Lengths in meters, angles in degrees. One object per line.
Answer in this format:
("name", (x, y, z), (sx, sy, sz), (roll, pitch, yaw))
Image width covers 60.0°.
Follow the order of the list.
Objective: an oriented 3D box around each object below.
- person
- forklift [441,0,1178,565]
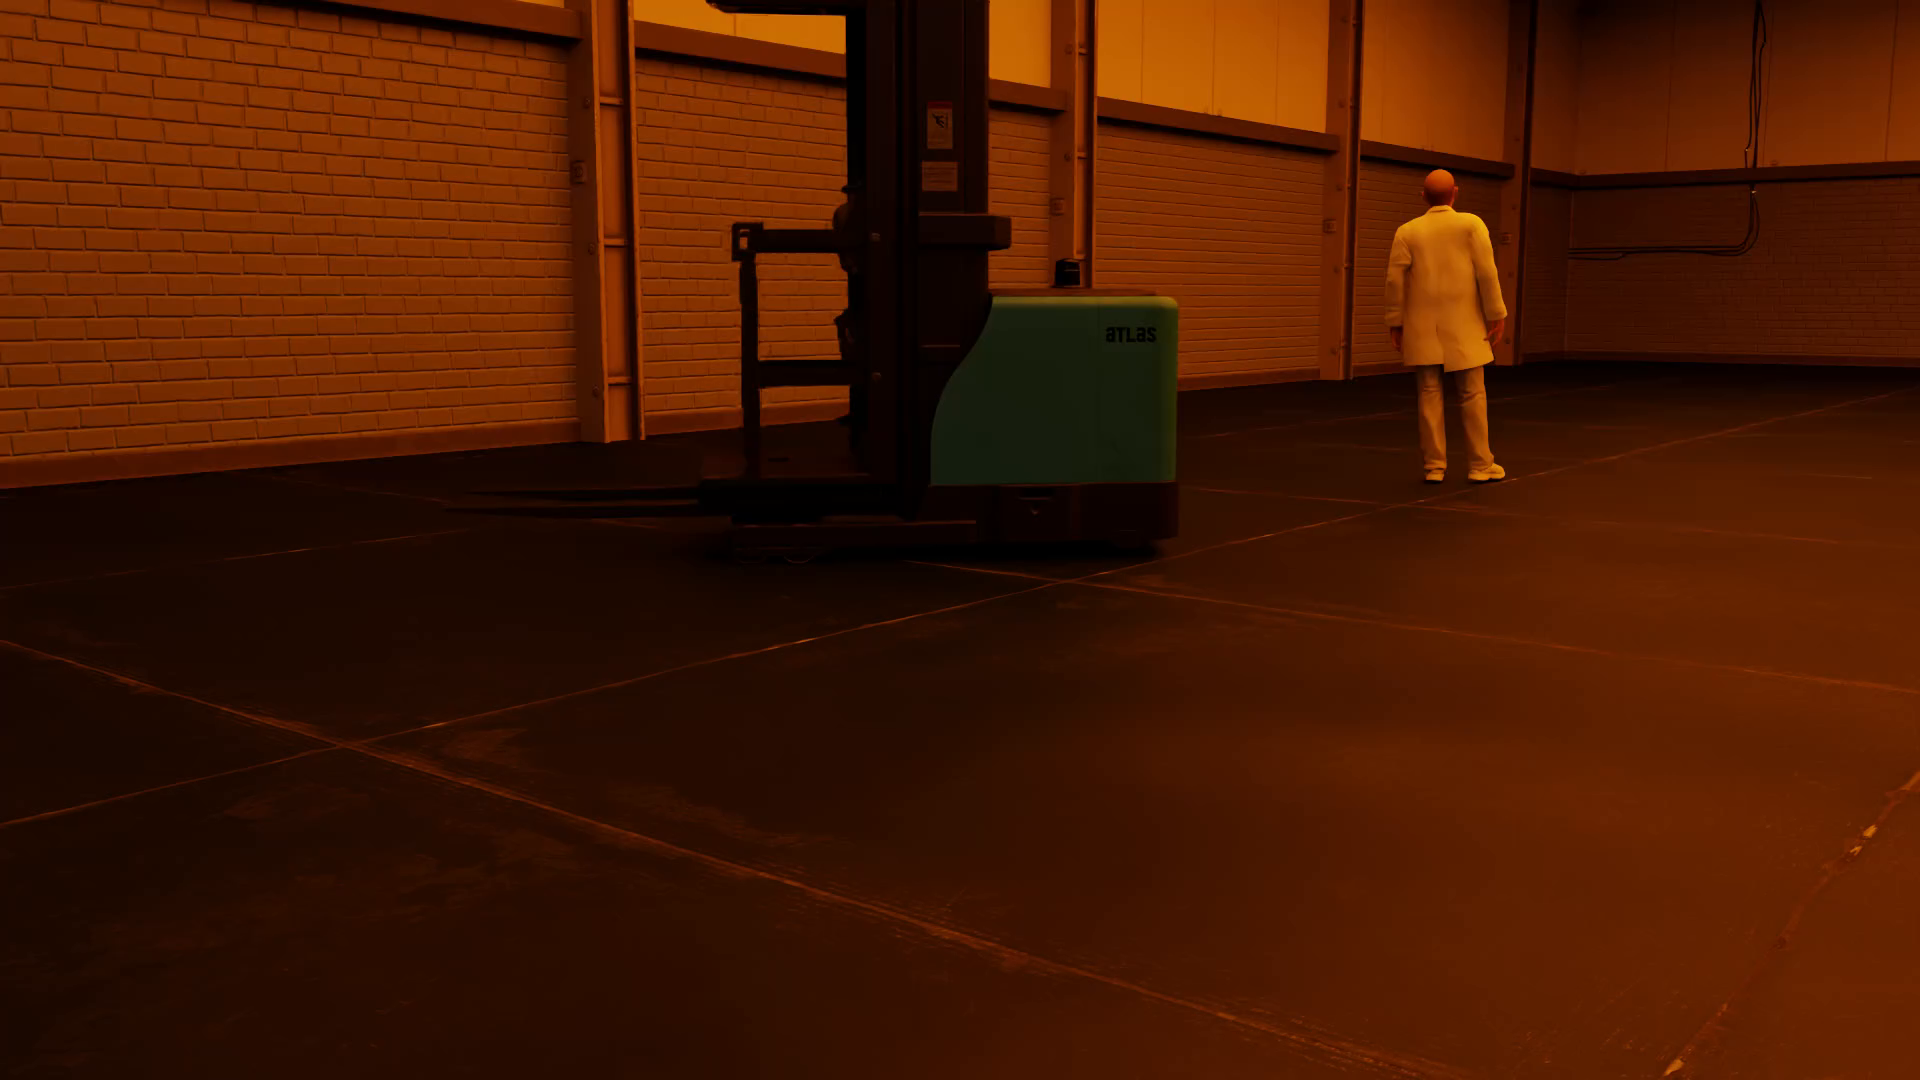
("person", (2.829, -1.236, 9.657), (0.698, 1.777, 0.580), (5, 9, 28))
("forklift", (-0.640, -1.430, 7.057), (3.031, 2.935, 1.130), (-1, 8, -8))
